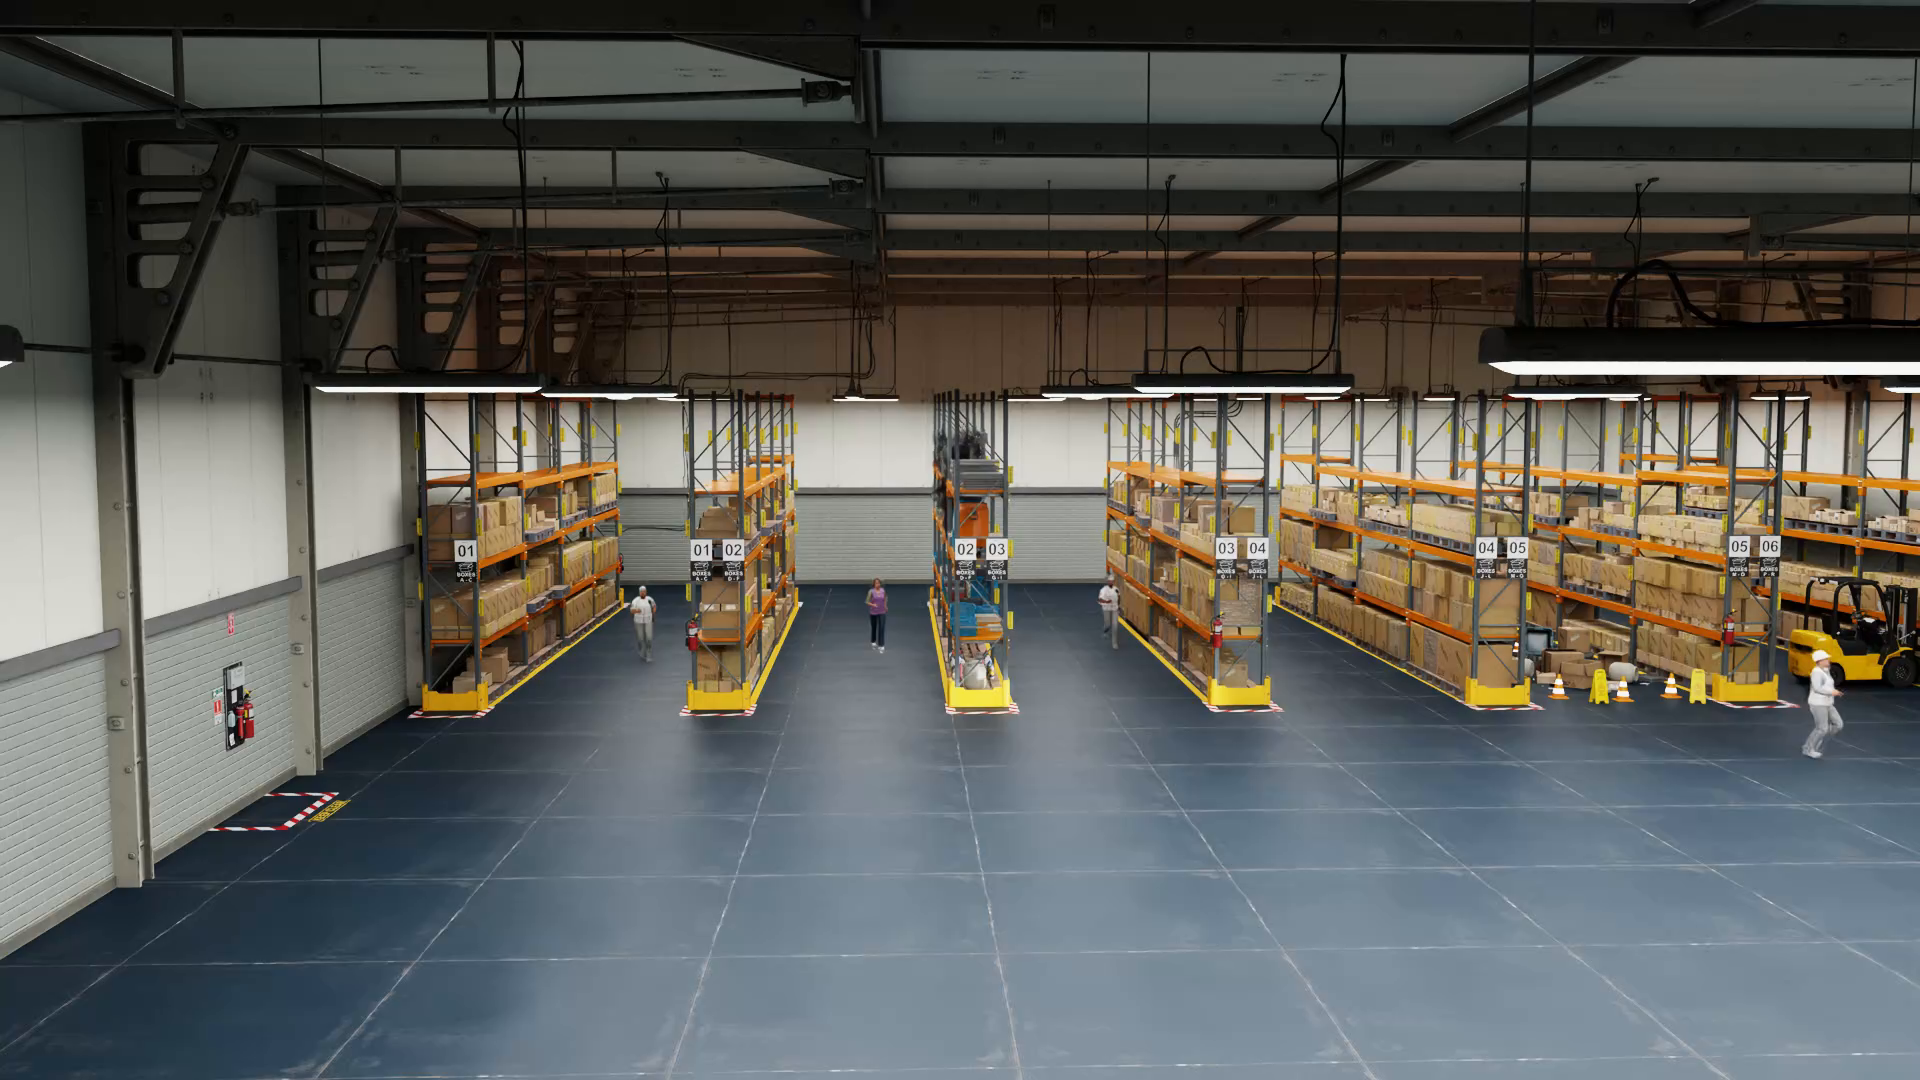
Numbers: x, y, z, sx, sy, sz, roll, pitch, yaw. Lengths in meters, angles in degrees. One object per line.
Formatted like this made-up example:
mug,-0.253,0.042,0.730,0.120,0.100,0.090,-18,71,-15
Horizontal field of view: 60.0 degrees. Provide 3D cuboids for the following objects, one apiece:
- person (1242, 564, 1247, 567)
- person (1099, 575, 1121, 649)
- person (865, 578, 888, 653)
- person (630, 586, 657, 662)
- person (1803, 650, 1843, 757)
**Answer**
person,7.861,0.979,47.494,0.767,1.747,0.922,2,5,20
person,3.537,1.665,39.081,0.578,1.698,0.870,-1,5,-9
person,-1.815,1.639,36.565,0.538,1.610,0.808,-1,5,-15
person,-7.053,1.885,37.093,0.587,1.705,0.691,-1,5,-12
person,13.969,2.649,26.876,0.583,1.742,0.711,4,6,40
